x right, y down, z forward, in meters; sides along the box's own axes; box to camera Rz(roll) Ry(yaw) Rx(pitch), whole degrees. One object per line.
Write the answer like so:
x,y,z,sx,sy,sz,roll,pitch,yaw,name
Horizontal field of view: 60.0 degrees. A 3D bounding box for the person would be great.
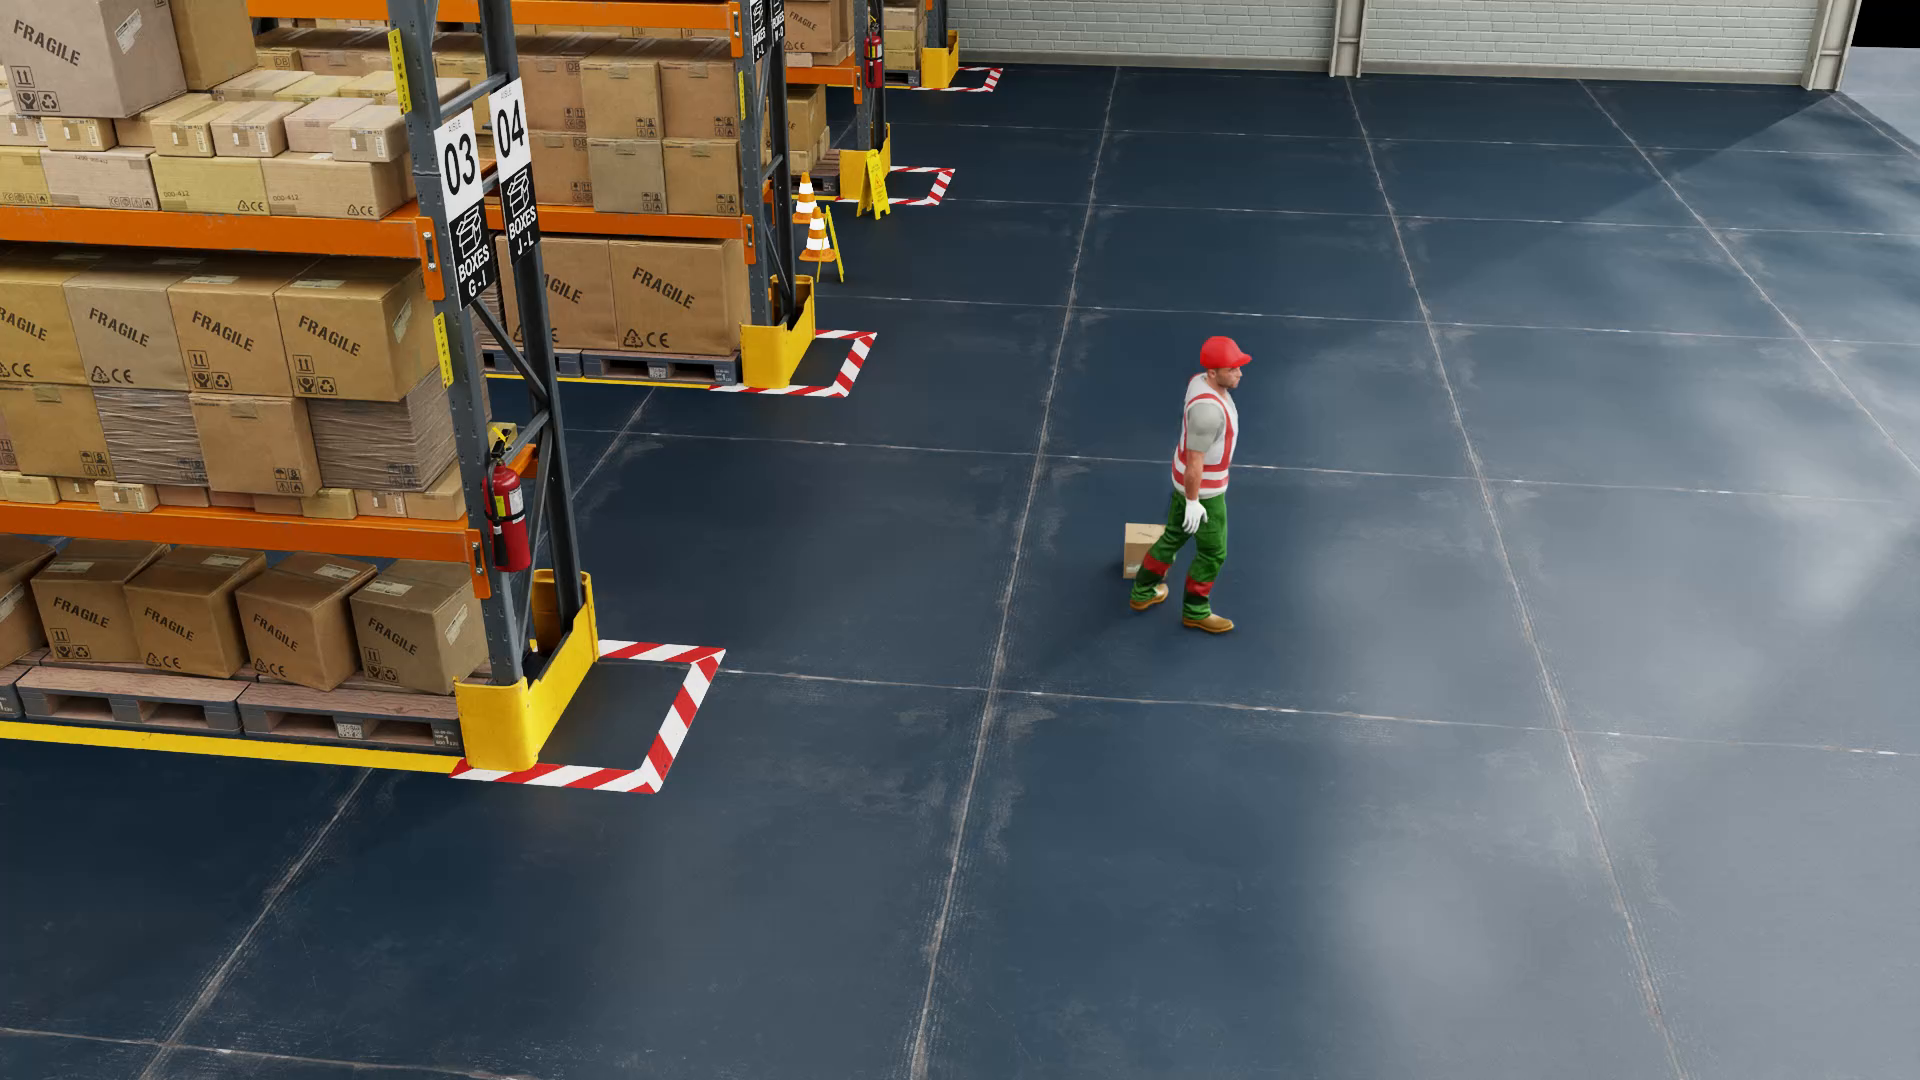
1.275,-0.311,9.190,0.593,1.778,0.589,3,28,5,person
